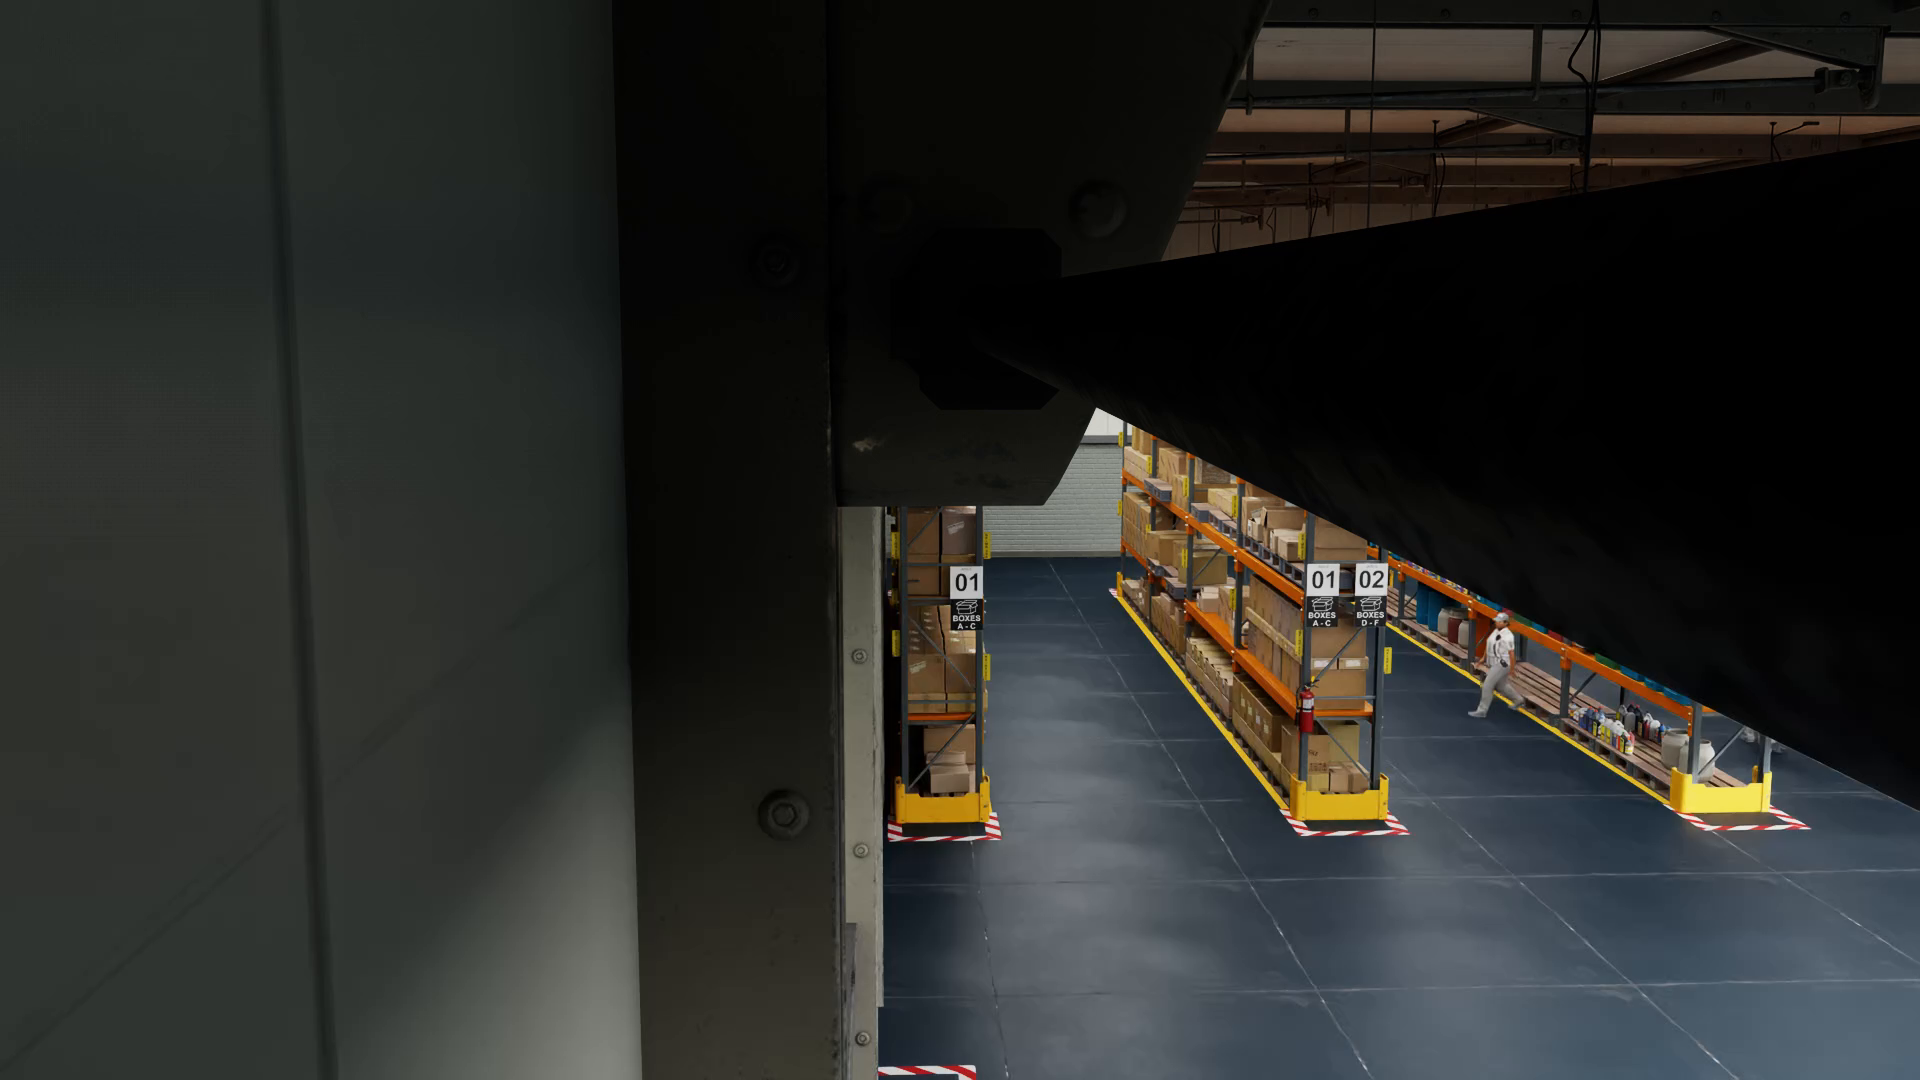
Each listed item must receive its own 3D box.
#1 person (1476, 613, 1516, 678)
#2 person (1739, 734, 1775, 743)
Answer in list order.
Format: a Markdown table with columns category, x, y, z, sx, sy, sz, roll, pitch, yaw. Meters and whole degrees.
| category | x | y | z | sx | sy | sz | roll | pitch | yaw |
| --- | --- | --- | --- | --- | --- | --- | --- | --- | --- |
| person | 8.274 | 1.613 | 25.633 | 0.496 | 0.988 | 0.492 | -1 | 8 | -6 |
| person | 11.582 | 2.077 | 24.119 | 0.525 | 1.785 | 0.551 | 0 | 8 | 1 |
